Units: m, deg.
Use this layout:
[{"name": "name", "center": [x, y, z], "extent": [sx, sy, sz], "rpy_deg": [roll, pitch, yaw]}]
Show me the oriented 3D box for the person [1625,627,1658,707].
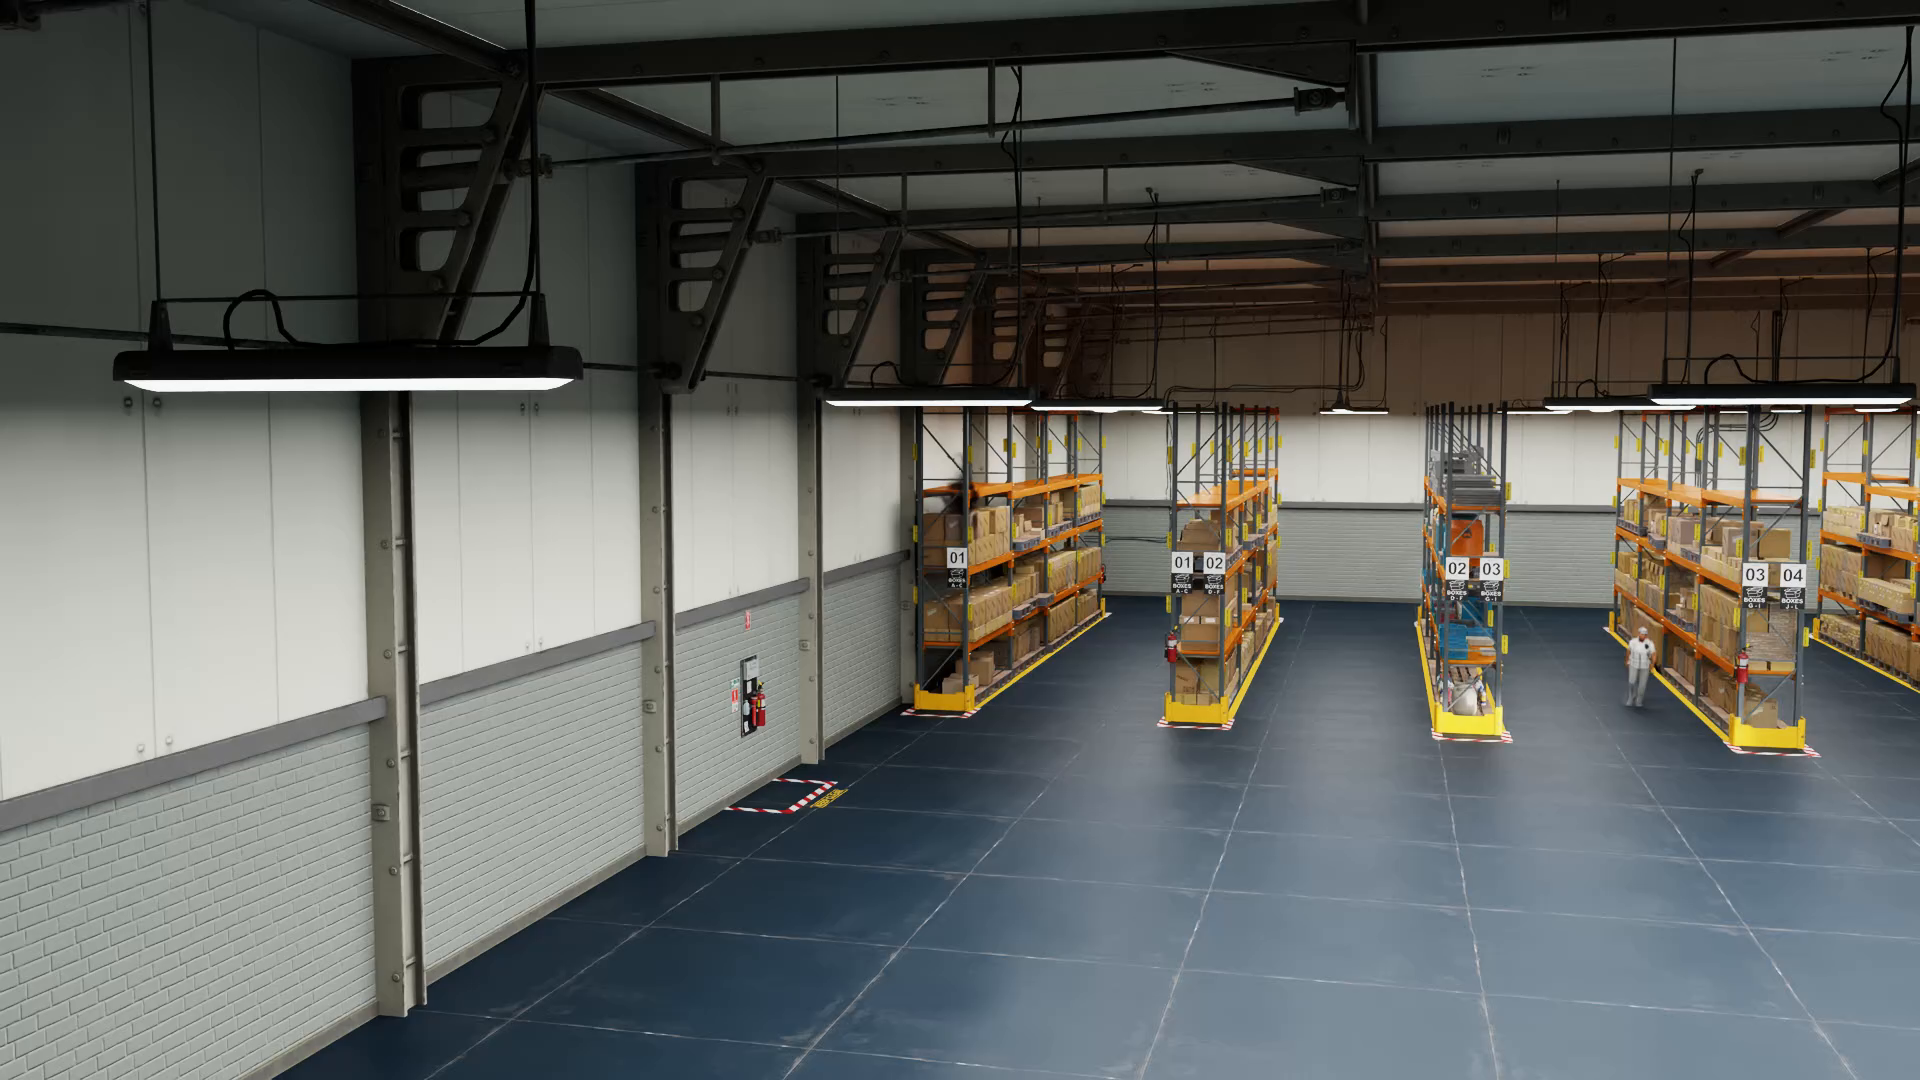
[{"name": "person", "center": [13.363, 2.499, 32.633], "extent": [0.589, 1.614, 0.766], "rpy_deg": [2, 5, 21]}]
